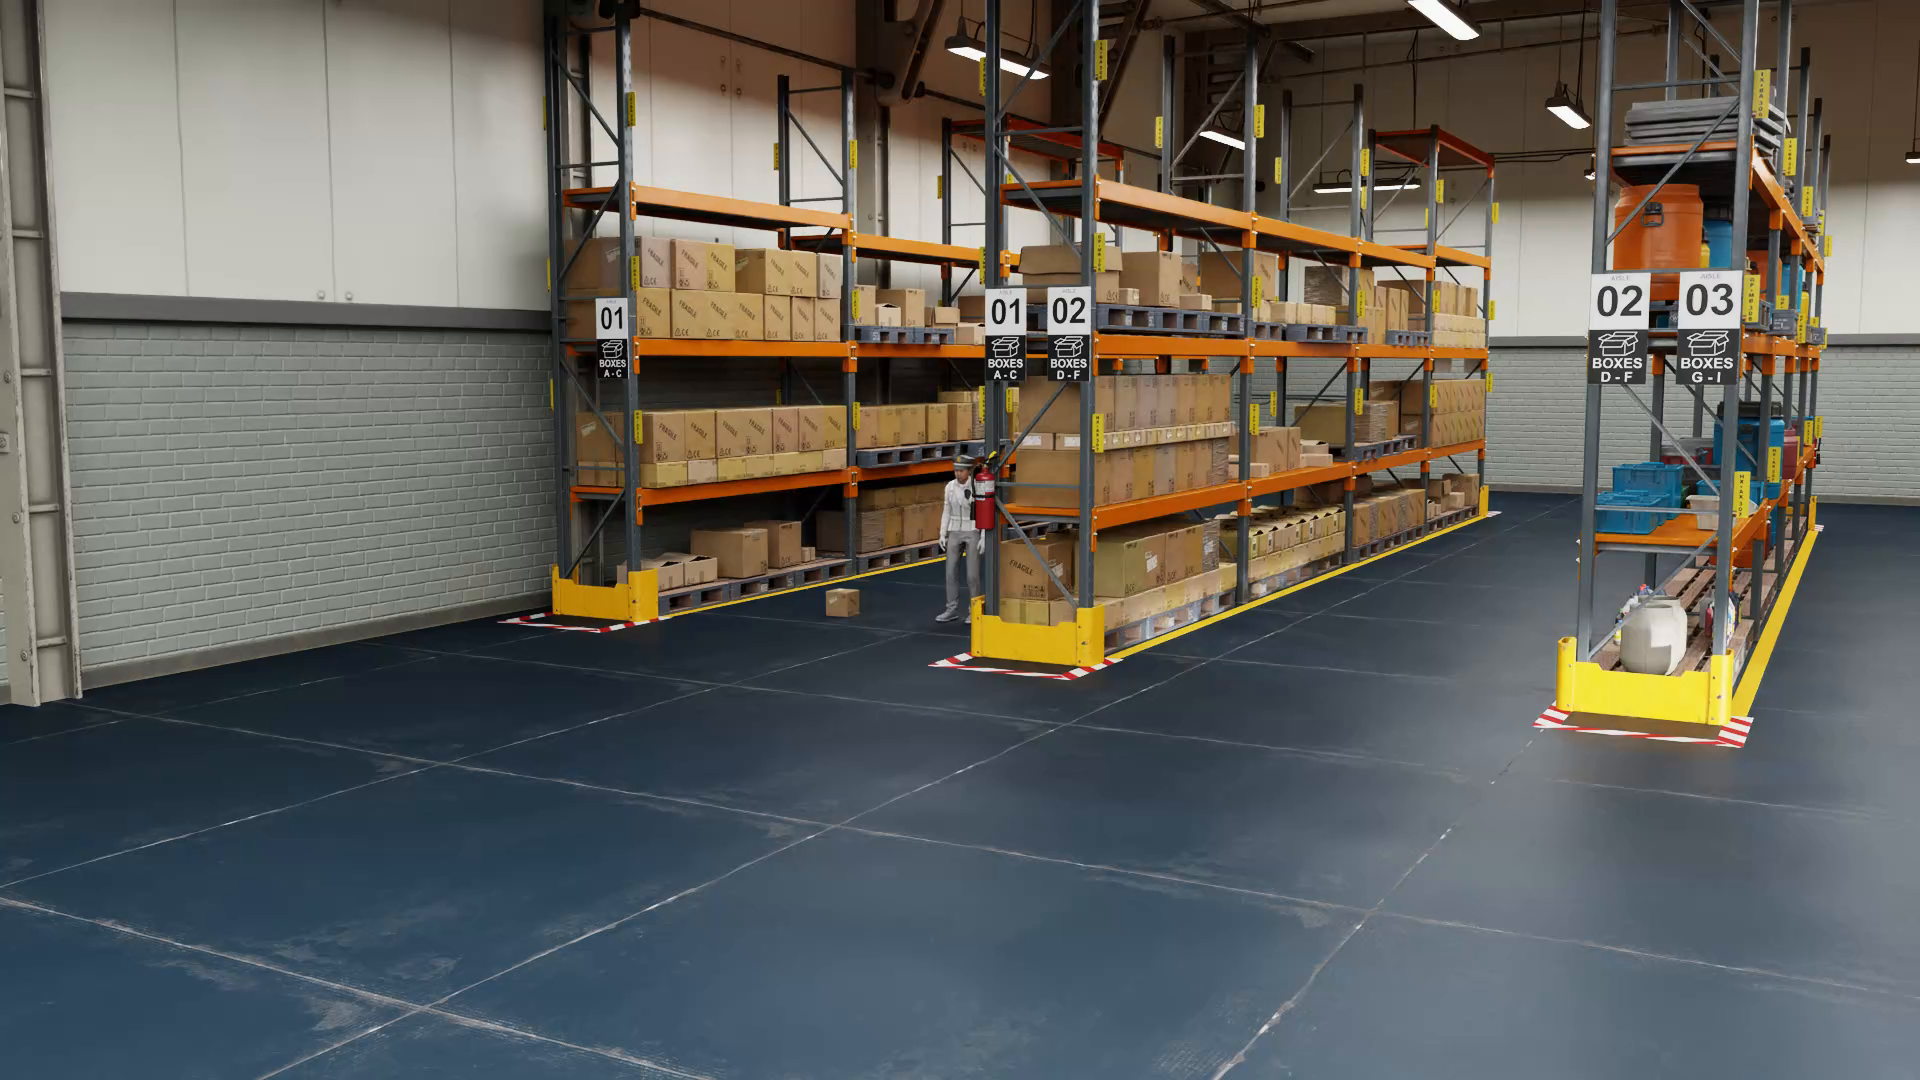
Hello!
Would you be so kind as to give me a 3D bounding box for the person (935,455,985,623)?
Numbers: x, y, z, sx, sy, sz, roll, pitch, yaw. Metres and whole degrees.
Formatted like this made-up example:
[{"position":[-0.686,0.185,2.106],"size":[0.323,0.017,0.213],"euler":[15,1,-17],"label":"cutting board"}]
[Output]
[{"position":[0.043,-0.015,16.495],"size":[0.534,1.663,0.379],"euler":[3,7,27],"label":"person"}]
